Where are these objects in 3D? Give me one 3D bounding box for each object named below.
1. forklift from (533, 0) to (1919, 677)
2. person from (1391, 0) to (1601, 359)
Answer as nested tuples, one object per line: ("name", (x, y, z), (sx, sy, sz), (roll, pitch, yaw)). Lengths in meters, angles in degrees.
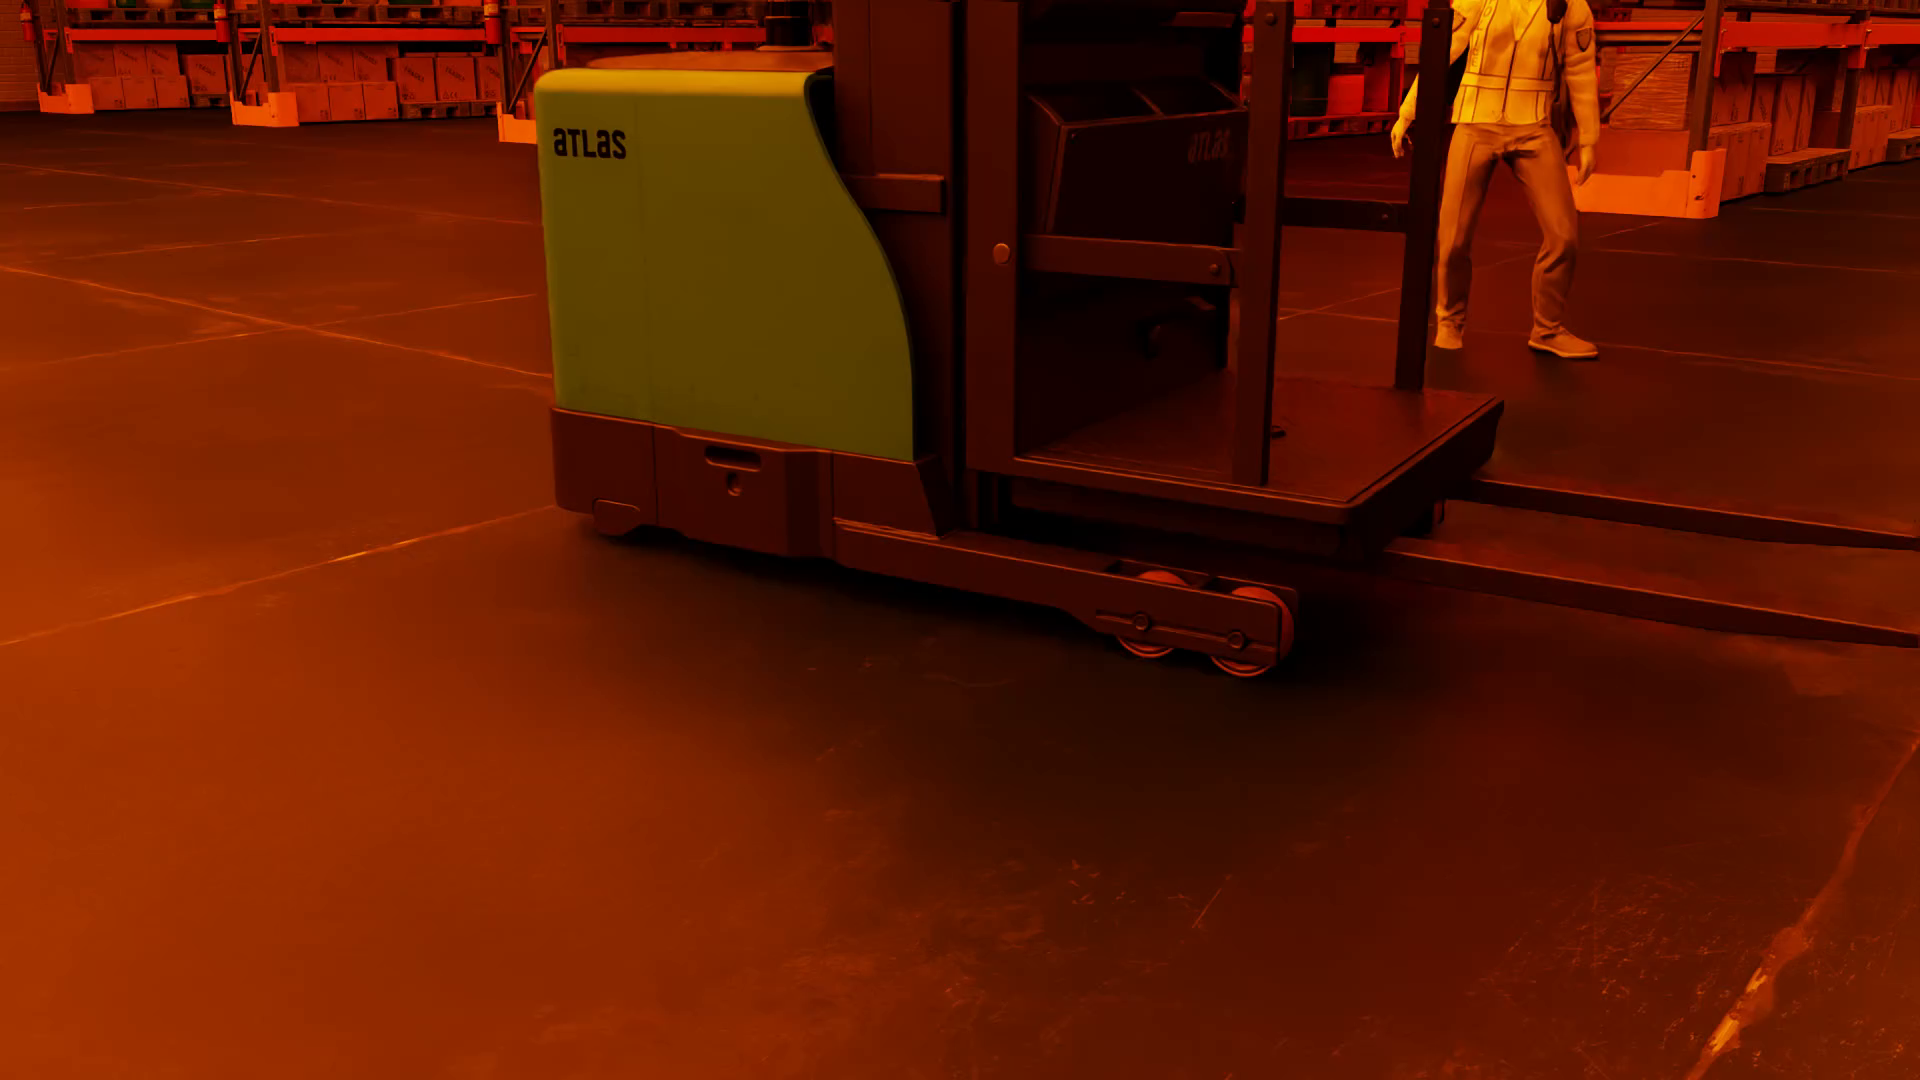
("forklift", (0.556, -1.323, 3.254), (3.031, 2.935, 1.130), (10, 20, 30))
("person", (1.999, -1.470, 6.118), (0.812, 1.648, 0.441), (6, 18, 19))
